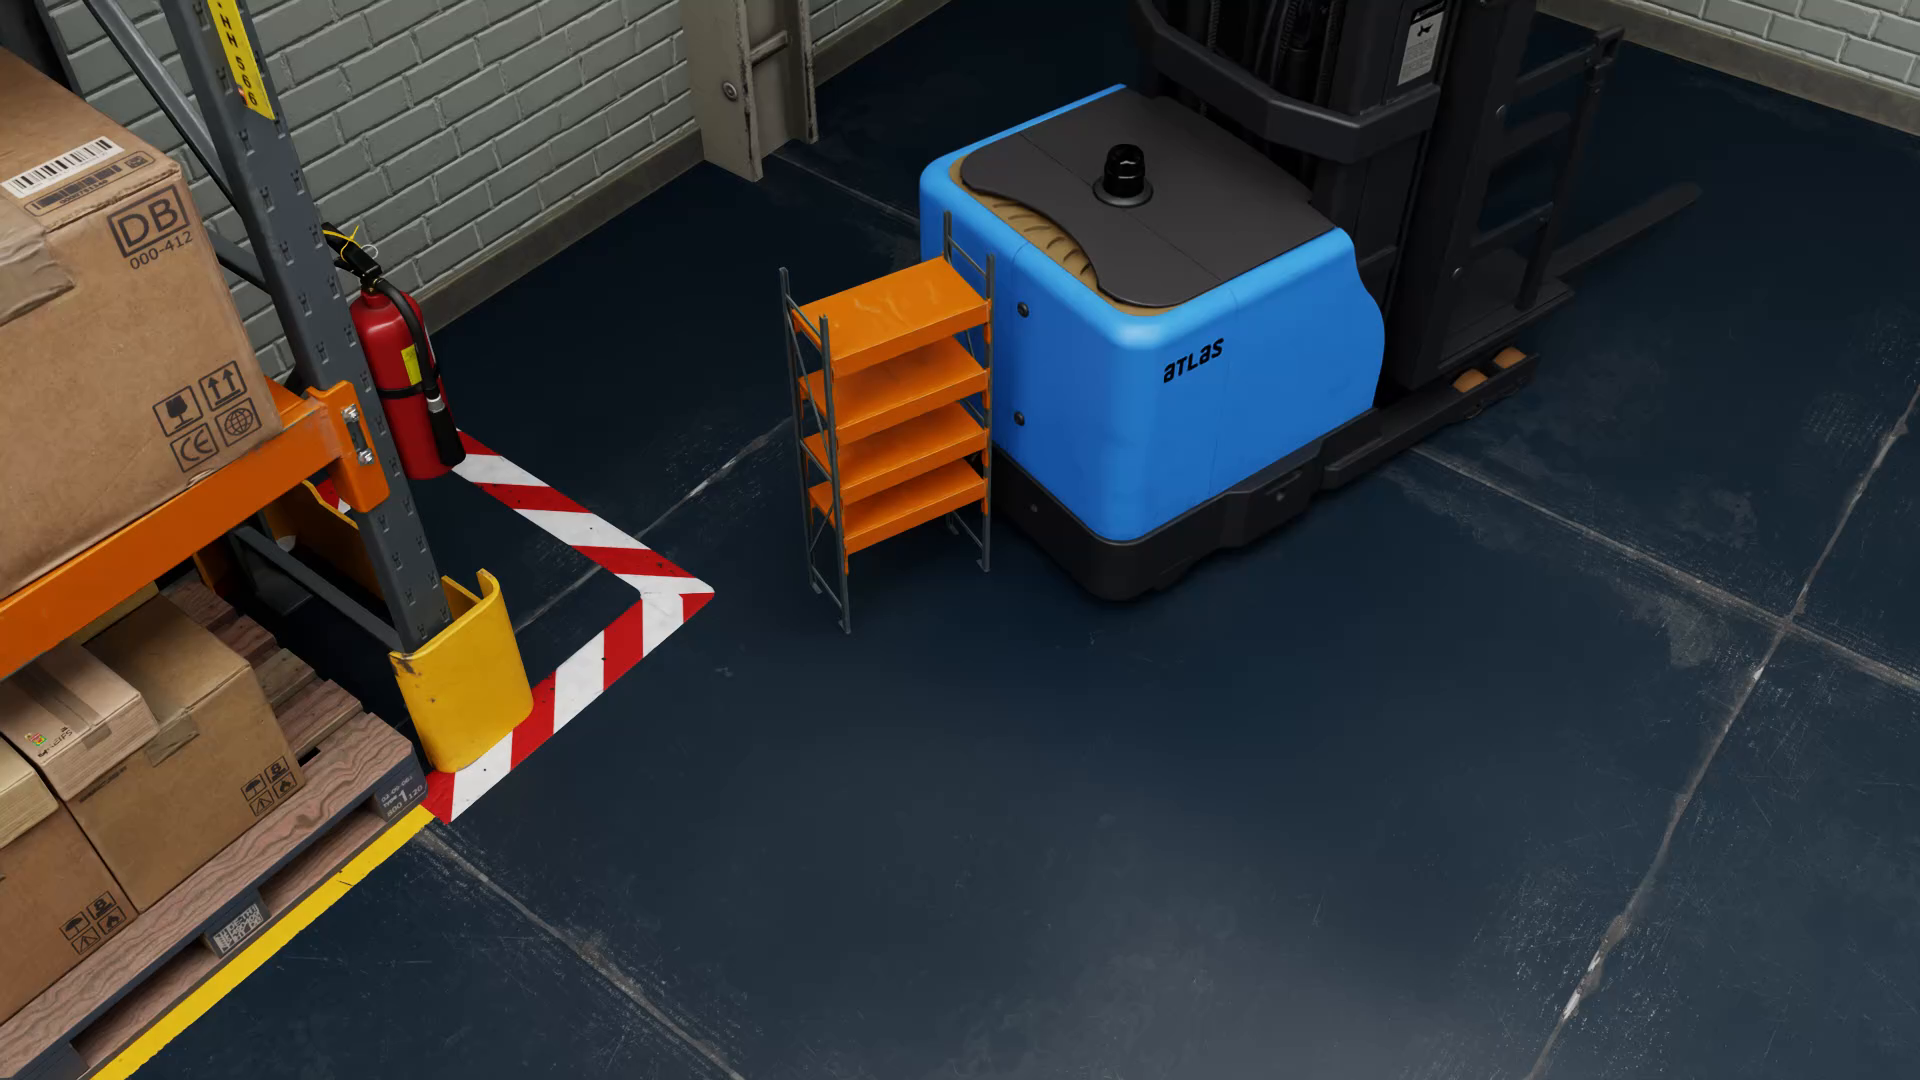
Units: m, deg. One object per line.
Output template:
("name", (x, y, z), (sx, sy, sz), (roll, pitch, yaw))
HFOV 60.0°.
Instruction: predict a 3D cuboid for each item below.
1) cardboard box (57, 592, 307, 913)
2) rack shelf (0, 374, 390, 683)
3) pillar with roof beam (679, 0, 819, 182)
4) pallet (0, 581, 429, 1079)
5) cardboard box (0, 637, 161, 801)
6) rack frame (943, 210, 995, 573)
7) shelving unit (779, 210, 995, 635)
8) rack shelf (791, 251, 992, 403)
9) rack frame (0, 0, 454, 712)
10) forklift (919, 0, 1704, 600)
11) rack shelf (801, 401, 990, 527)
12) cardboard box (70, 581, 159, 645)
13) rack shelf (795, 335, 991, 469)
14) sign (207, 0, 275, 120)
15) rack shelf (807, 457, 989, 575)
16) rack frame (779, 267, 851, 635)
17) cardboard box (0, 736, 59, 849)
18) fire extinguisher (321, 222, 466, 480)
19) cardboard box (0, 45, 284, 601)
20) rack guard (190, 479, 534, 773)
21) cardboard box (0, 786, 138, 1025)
("cardboard box", (-2.133, 0.453, 4.181), (0.700, 0.500, 0.500), (29, 53, 25))
("rack shelf", (-3.007, 0.682, 3.021), (1.077, 0.370, 4.000), (29, 53, 25))
("pillar with roof beam", (2.589, -2.807, 1.708), (9.100, 9.000, 0.400), (29, 53, 25))
("pallet", (-2.211, 0.745, 4.393), (1.003, 0.211, 1.213), (29, 53, 25))
("cardboard box", (-2.067, 0.383, 3.800), (0.380, 0.149, 0.250), (29, 53, 25))
("rack frame", (0.023, -0.390, 4.793), (0.015, 1.200, 0.240), (-23, 51, -21))
("shelving unit", (-0.186, -0.299, 4.706), (0.503, 1.200, 0.258), (-23, 51, -21))
("rack shelf", (-0.186, -0.571, 4.422), (0.480, 0.148, 0.258), (-23, 51, -21))
("rack frame", (-1.784, -0.710, 3.854), (1.000, 3.000, 0.127), (29, 53, 25))
("forklift", (1.355, -1.705, 4.852), (3.031, 2.935, 1.130), (-28, 52, -24))
("rack shelf", (-0.186, -0.253, 4.755), (0.480, 0.148, 0.258), (-23, 51, -21))
("cardboard box", (-2.215, 0.069, 4.100), (0.380, 0.149, 0.250), (30, 53, 25))
("rack shelf", (-0.186, -0.407, 4.593), (0.480, 0.148, 0.258), (-23, 51, -21))
("sign", (-1.363, -0.944, 3.113), (0.100, 0.325, 0.005), (29, 53, 25))
("rack shelf", (-0.186, -0.116, 4.898), (0.480, 0.148, 0.258), (-23, 51, -21))
("rack frame", (-0.395, -0.208, 4.619), (0.015, 1.200, 0.240), (-23, 51, -21))
("cardboard box", (-2.223, 0.529, 3.660), (0.380, 0.149, 0.250), (31, 54, 26))
("fire extinguisher", (-1.327, -0.437, 3.905), (0.296, 0.674, 0.183), (29, 53, 25))
("cardboard box", (-2.088, -0.518, 3.463), (0.980, 0.700, 0.700), (32, 54, 27))
("rack guard", (-1.769, 0.139, 4.771), (1.175, 0.500, 0.348), (29, 53, 25))
("cardboard box", (-2.439, 0.739, 3.908), (0.700, 0.500, 0.500), (29, 53, 25))
